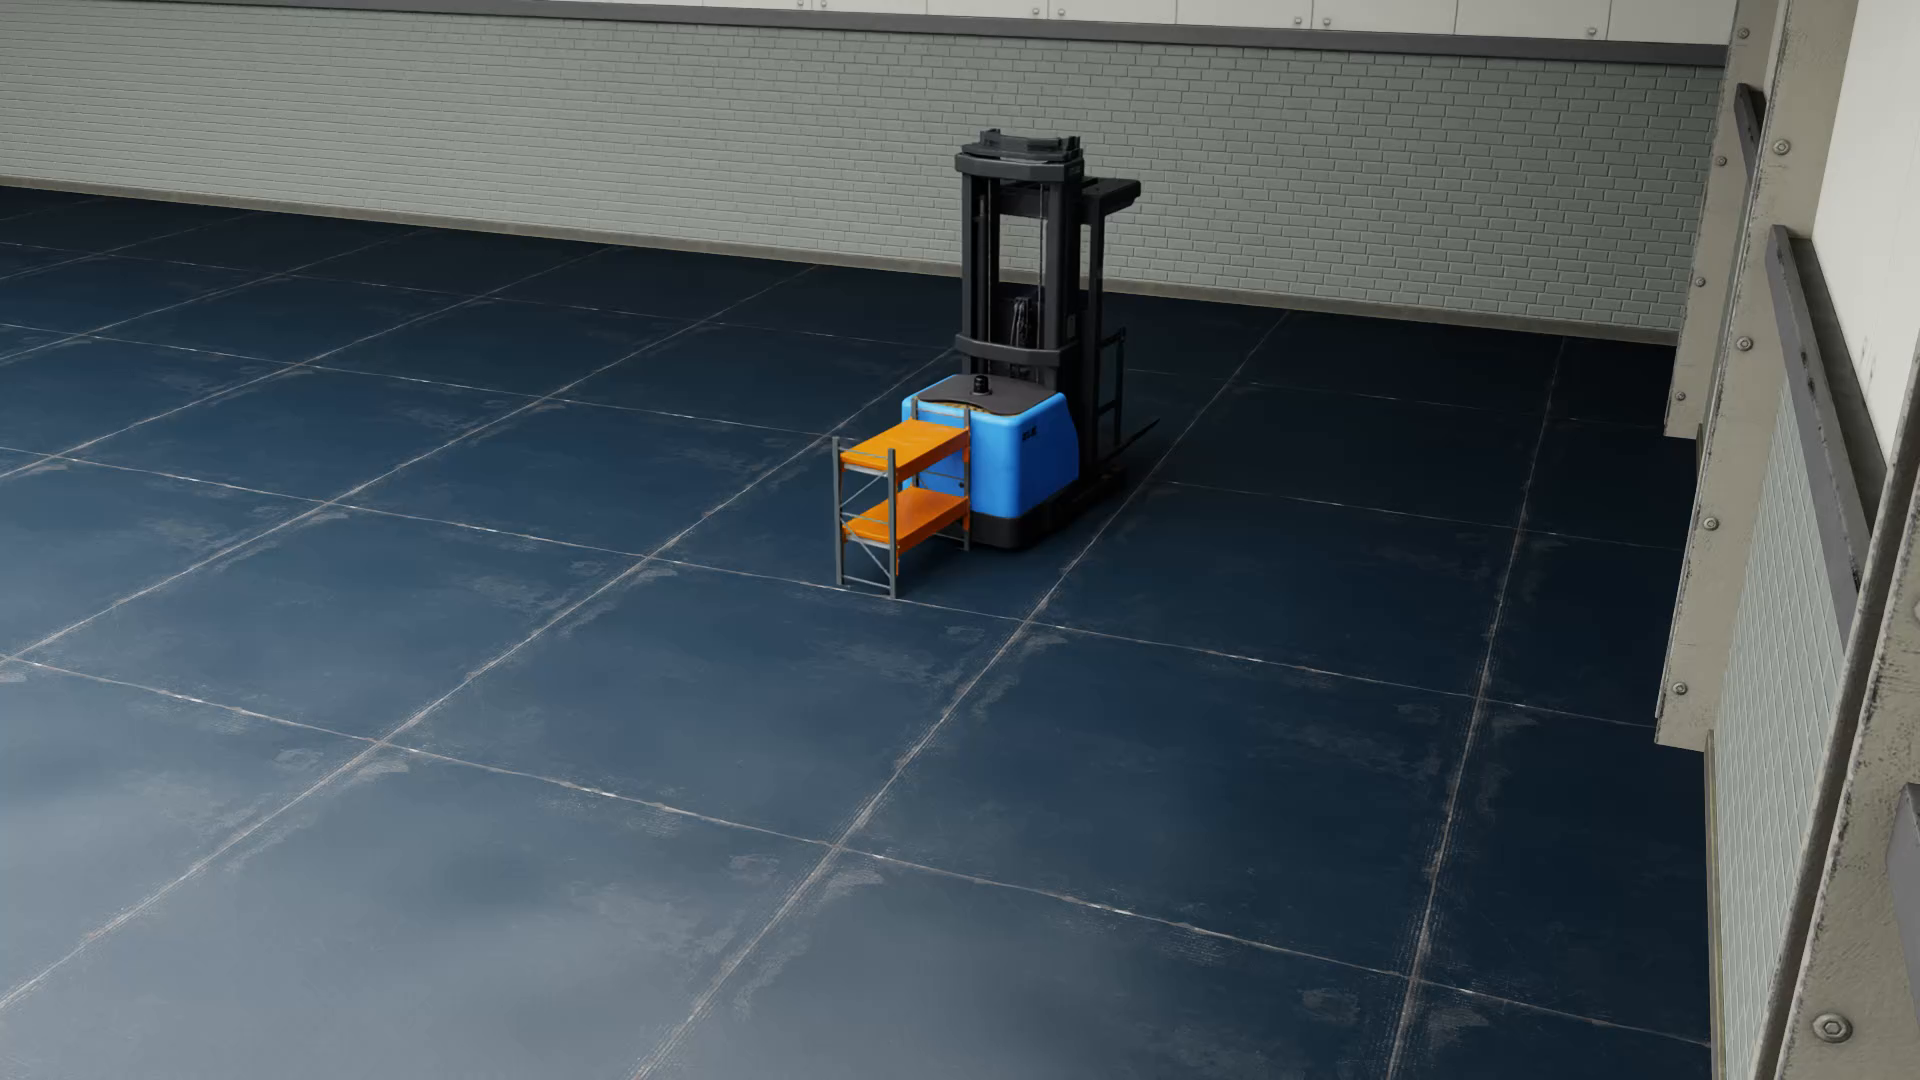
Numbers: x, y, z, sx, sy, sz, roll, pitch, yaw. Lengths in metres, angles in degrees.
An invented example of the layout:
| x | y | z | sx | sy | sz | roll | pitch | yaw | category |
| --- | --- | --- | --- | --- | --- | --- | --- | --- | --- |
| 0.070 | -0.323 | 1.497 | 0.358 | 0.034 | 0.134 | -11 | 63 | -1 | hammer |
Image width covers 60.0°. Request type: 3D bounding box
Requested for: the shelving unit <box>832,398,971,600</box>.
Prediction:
| x | y | z | sx | sy | sz | roll | pitch | yaw | category |
| --- | --- | --- | --- | --- | --- | --- | --- | --- | --- |
| -0.403 | -0.317 | 12.050 | 0.538 | 1.125 | 1.048 | 13 | 26 | 28 | shelving unit |

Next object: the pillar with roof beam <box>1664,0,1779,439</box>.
| x | y | z | sx | sy | sz | roll | pitch | yaw | category |
| --- | --- | --- | --- | --- | --- | --- | --- | --- | --- |
| 2.568 | -5.759 | 14.862 | 9.100 | 9.000 | 0.400 | 9 | 24 | 20 | pillar with roof beam |

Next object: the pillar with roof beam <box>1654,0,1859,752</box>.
| x | y | z | sx | sy | sz | roll | pitch | yaw | category |
| --- | --- | --- | --- | --- | --- | --- | --- | --- | --- |
| 0.340 | -3.612 | 9.721 | 9.100 | 9.000 | 0.400 | 9 | 24 | 20 | pillar with roof beam |

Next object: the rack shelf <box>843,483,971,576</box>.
| x | y | z | sx | sy | sz | roll | pitch | yaw | category |
| --- | --- | --- | --- | --- | --- | --- | --- | --- | --- |
| -0.403 | -0.091 | 12.144 | 0.538 | 0.278 | 1.000 | 13 | 26 | 28 | rack shelf |

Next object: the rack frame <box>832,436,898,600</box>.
| x | y | z | sx | sy | sz | roll | pitch | yaw | category |
| --- | --- | --- | --- | --- | --- | --- | --- | --- | --- |
| -0.663 | -0.149 | 11.647 | 0.500 | 1.125 | 0.032 | 13 | 26 | 28 | rack frame |

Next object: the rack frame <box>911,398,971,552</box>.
| x | y | z | sx | sy | sz | roll | pitch | yaw | category |
| --- | --- | --- | --- | --- | --- | --- | --- | --- | --- |
| -0.143 | -0.485 | 12.453 | 0.500 | 1.125 | 0.032 | 13 | 26 | 28 | rack frame |

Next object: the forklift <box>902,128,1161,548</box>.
| x | y | z | sx | sy | sz | roll | pitch | yaw | category |
| --- | --- | --- | --- | --- | --- | --- | --- | --- | --- |
| 0.731 | -1.811 | 13.284 | 1.130 | 2.935 | 3.031 | 13 | 26 | 28 | forklift |

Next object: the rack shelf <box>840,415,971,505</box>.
| x | y | z | sx | sy | sz | roll | pitch | yaw | category |
| --- | --- | --- | --- | --- | --- | --- | --- | --- | --- |
| -0.403 | -0.587 | 11.937 | 0.538 | 0.278 | 1.000 | 13 | 26 | 28 | rack shelf |
